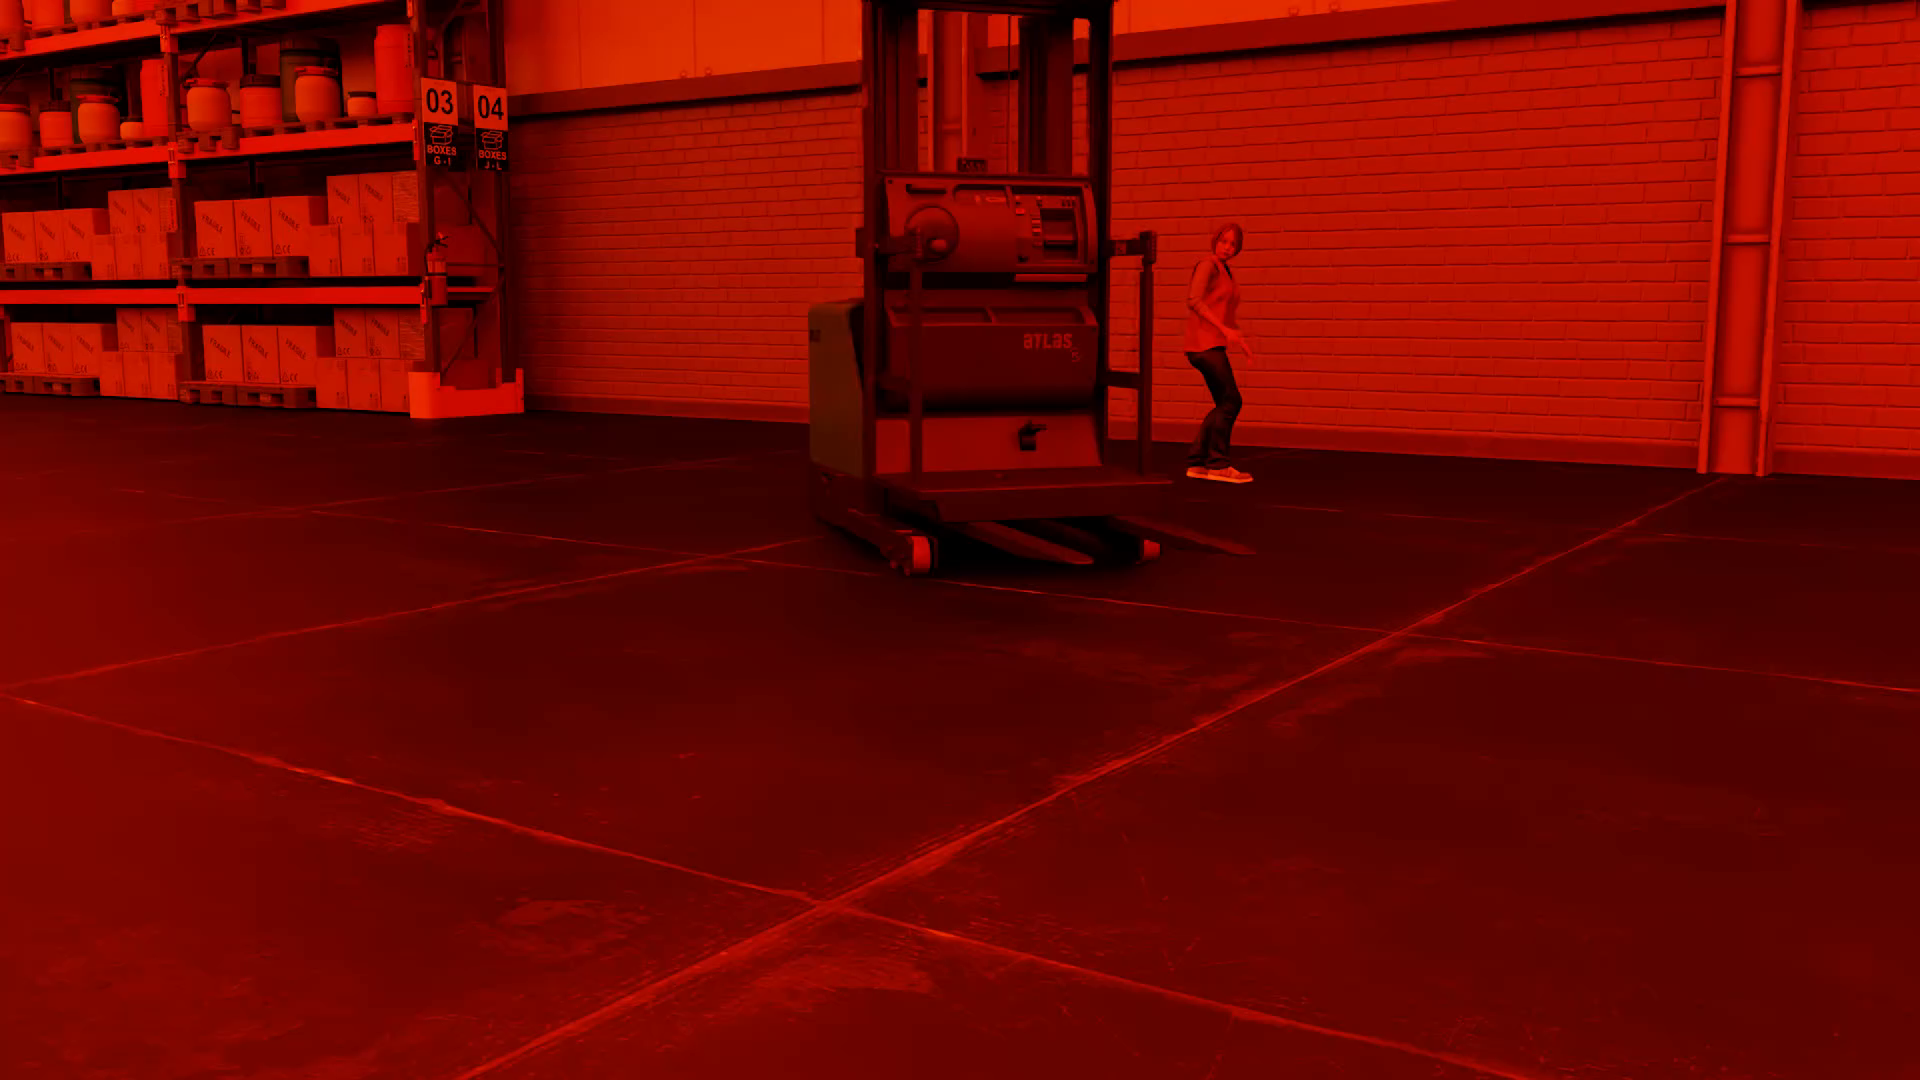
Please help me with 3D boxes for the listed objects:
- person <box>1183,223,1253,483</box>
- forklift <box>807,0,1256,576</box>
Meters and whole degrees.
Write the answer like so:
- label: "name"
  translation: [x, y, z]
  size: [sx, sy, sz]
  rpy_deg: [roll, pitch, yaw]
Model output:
- label: "person"
  translation: [1.585, -1.130, 10.070]
  size: [0.447, 1.562, 0.625]
  rpy_deg: [3, 9, 18]
- label: "forklift"
  translation: [0.207, -1.370, 6.827]
  size: [1.130, 2.935, 3.031]
  rpy_deg: [-3, 9, -19]
